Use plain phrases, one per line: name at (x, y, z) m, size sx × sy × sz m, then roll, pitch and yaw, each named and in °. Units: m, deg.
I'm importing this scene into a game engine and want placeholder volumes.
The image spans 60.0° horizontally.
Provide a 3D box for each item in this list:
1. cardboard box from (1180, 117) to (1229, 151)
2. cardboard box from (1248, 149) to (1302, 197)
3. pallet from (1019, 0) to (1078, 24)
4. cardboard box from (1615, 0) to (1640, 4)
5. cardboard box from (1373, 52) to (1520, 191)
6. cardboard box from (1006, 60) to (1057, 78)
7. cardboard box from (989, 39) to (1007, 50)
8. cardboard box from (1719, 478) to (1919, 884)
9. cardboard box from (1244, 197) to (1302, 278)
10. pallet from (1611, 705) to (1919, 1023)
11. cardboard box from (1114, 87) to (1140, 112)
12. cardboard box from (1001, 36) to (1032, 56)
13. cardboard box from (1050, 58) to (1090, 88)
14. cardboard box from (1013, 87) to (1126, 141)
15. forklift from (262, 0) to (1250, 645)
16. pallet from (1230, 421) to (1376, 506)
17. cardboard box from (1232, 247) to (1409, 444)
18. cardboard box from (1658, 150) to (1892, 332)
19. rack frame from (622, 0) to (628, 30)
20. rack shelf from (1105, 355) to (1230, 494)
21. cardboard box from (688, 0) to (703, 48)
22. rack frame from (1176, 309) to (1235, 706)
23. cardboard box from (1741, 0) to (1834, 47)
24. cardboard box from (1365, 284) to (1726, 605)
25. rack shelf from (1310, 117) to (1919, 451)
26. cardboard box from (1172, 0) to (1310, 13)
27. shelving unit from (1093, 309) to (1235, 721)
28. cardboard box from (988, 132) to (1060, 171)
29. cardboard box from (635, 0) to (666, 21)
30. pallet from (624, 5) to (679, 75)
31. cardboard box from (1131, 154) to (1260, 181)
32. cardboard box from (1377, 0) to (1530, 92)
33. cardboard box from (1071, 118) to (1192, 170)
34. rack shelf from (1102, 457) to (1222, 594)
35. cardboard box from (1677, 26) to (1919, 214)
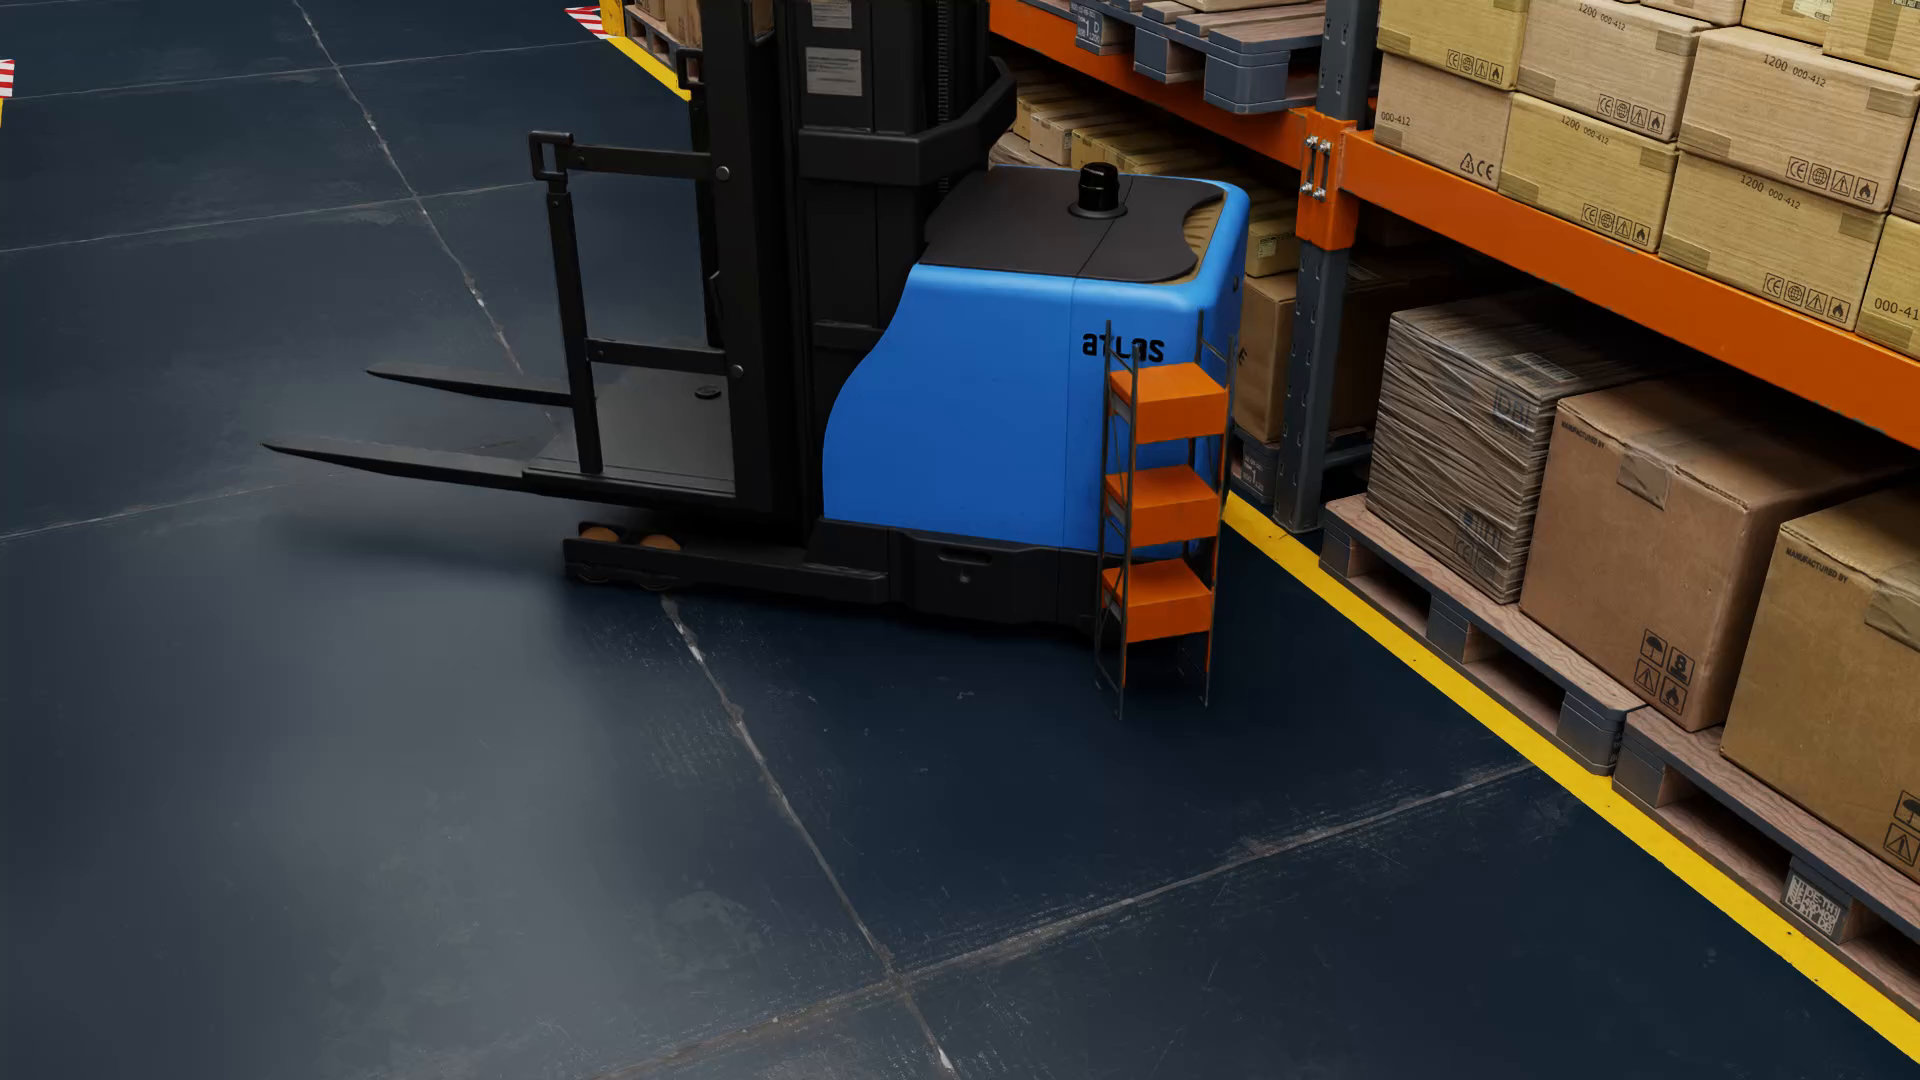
cardboard box at (1.081, -1.581, 6.465) m, size 0.380 × 0.149 × 0.250 m, roll -14°, pitch 32°, yaw -23°
cardboard box at (1.270, -1.336, 6.029) m, size 0.380 × 0.149 × 0.250 m, roll -13°, pitch 32°, yaw -21°
pallet at (0.642, -2.223, 6.343) m, size 1.003 × 0.211 × 1.213 m, roll -13°, pitch 32°, yaw -22°
cardboard box at (1.601, -1.346, 3.819) m, size 0.380 × 0.149 × 0.250 m, roll -12°, pitch 32°, yaw -21°
cardboard box at (1.451, -1.135, 4.361) m, size 0.500 × 0.250 × 0.500 m, roll -13°, pitch 32°, yaw -22°
cardboard box at (0.191, -1.923, 7.076) m, size 0.380 × 0.149 × 0.250 m, roll -13°, pitch 32°, yaw -22°
cardboard box at (-0.013, -2.160, 7.498) m, size 0.380 × 0.149 × 0.250 m, roll -15°, pitch 33°, yaw -25°
cardboard box at (2.314, 0.267, 3.705) m, size 0.875 × 0.625 × 0.625 m, roll -14°, pitch 32°, yaw -24°
cardboard box at (1.041, -0.989, 5.410) m, size 0.380 × 0.149 × 0.250 m, roll -15°, pitch 32°, yaw -24°
pallet at (2.319, 0.678, 3.825) m, size 1.003 × 0.211 × 1.213 m, roll -13°, pitch 32°, yaw -22°
cardboard box at (0.858, -1.808, 6.871) m, size 0.380 × 0.149 × 0.250 m, roll -14°, pitch 32°, yaw -24°
cardboard box at (0.412, -2.268, 7.691) m, size 0.380 × 0.149 × 0.250 m, roll -13°, pitch 32°, yaw -21°
cardboard box at (0.616, -2.028, 7.262) m, size 0.380 × 0.149 × 0.250 m, roll -12°, pitch 32°, yaw -21°
cardboard box at (0.437, -1.700, 6.678) m, size 0.380 × 0.149 × 0.250 m, roll -13°, pitch 32°, yaw -22°
forklift at (-0.698, -1.366, 4.690) m, size 3.031 × 2.935 × 1.130 m, roll 7°, pitch 30°, yaw 13°
pallet at (1.195, -0.570, 6.050) m, size 1.003 × 0.211 × 1.213 m, roll -13°, pitch 32°, yaw -22°
cardboard box at (1.106, -0.683, 5.527) m, size 0.500 × 0.500 × 0.500 m, roll -12°, pitch 31°, yaw -21°
cardboard box at (1.890, -0.686, 3.560) m, size 0.500 × 0.250 × 0.500 m, roll -14°, pitch 32°, yaw -24°
rack frame at (-1.953, -4.982, 11.068) m, size 1.000 × 3.000 × 0.127 m, roll -13°, pitch 32°, yaw -22°
rack shelf at (0.508, -0.290, 4.129) m, size 0.240 × 0.259 × 0.215 m, roll -8°, pitch 29°, yaw -14°
cardboard box at (-1.308, -3.145, 9.917) m, size 0.500 × 0.500 × 0.500 m, roll -12°, pitch 32°, yaw -21°
rack frame at (0.627, -0.065, 4.286) m, size 0.008 × 1.050 × 0.200 m, roll -8°, pitch 29°, yaw -14°
cardboard box at (1.860, -1.129, 3.431) m, size 0.380 × 0.149 × 0.250 m, roll -13°, pitch 32°, yaw -21°
cardboard box at (1.737, -0.317, 4.747) m, size 0.875 × 0.625 × 0.625 m, roll -12°, pitch 31°, yaw -20°
rack shelf at (2.340, -0.251, 3.366) m, size 1.077 × 0.370 × 4.000 m, roll -13°, pitch 32°, yaw -22°
cardboard box at (0.853, -1.731, 5.098) m, size 0.380 × 0.149 × 0.250 m, roll -12°, pitch 32°, yaw -21°
shelving unit at (0.510, -0.048, 4.257) m, size 0.252 × 1.050 × 0.215 m, roll -8°, pitch 29°, yaw -14°
cardboard box at (0.433, -1.362, 6.739) m, size 0.500 × 0.500 × 0.500 m, roll -14°, pitch 32°, yaw -24°
cardboard box at (-1.776, -3.786, 11.058) m, size 0.797 × 0.503 × 0.637 m, roll -14°, pitch 32°, yaw -24°
pallet at (-1.577, -3.380, 11.062) m, size 1.003 × 0.211 × 1.213 m, roll -13°, pitch 32°, yaw -22°
cardboard box at (0.822, -1.229, 5.837) m, size 0.380 × 0.149 × 0.250 m, roll -14°, pitch 32°, yaw -24°
cardboard box at (1.429, -1.348, 4.230) m, size 0.500 × 0.250 × 0.500 m, roll -13°, pitch 32°, yaw -22°
cardboard box at (0.642, -1.465, 6.259) m, size 0.380 × 0.149 × 0.250 m, roll -14°, pitch 32°, yaw -23°
rack shelf at (0.510, -0.039, 4.262) m, size 0.240 × 0.259 × 0.215 m, roll -8°, pitch 29°, yaw -14°
cardboard box at (1.874, -0.897, 3.425) m, size 0.500 × 0.250 × 0.500 m, roll -14°, pitch 32°, yaw -23°
